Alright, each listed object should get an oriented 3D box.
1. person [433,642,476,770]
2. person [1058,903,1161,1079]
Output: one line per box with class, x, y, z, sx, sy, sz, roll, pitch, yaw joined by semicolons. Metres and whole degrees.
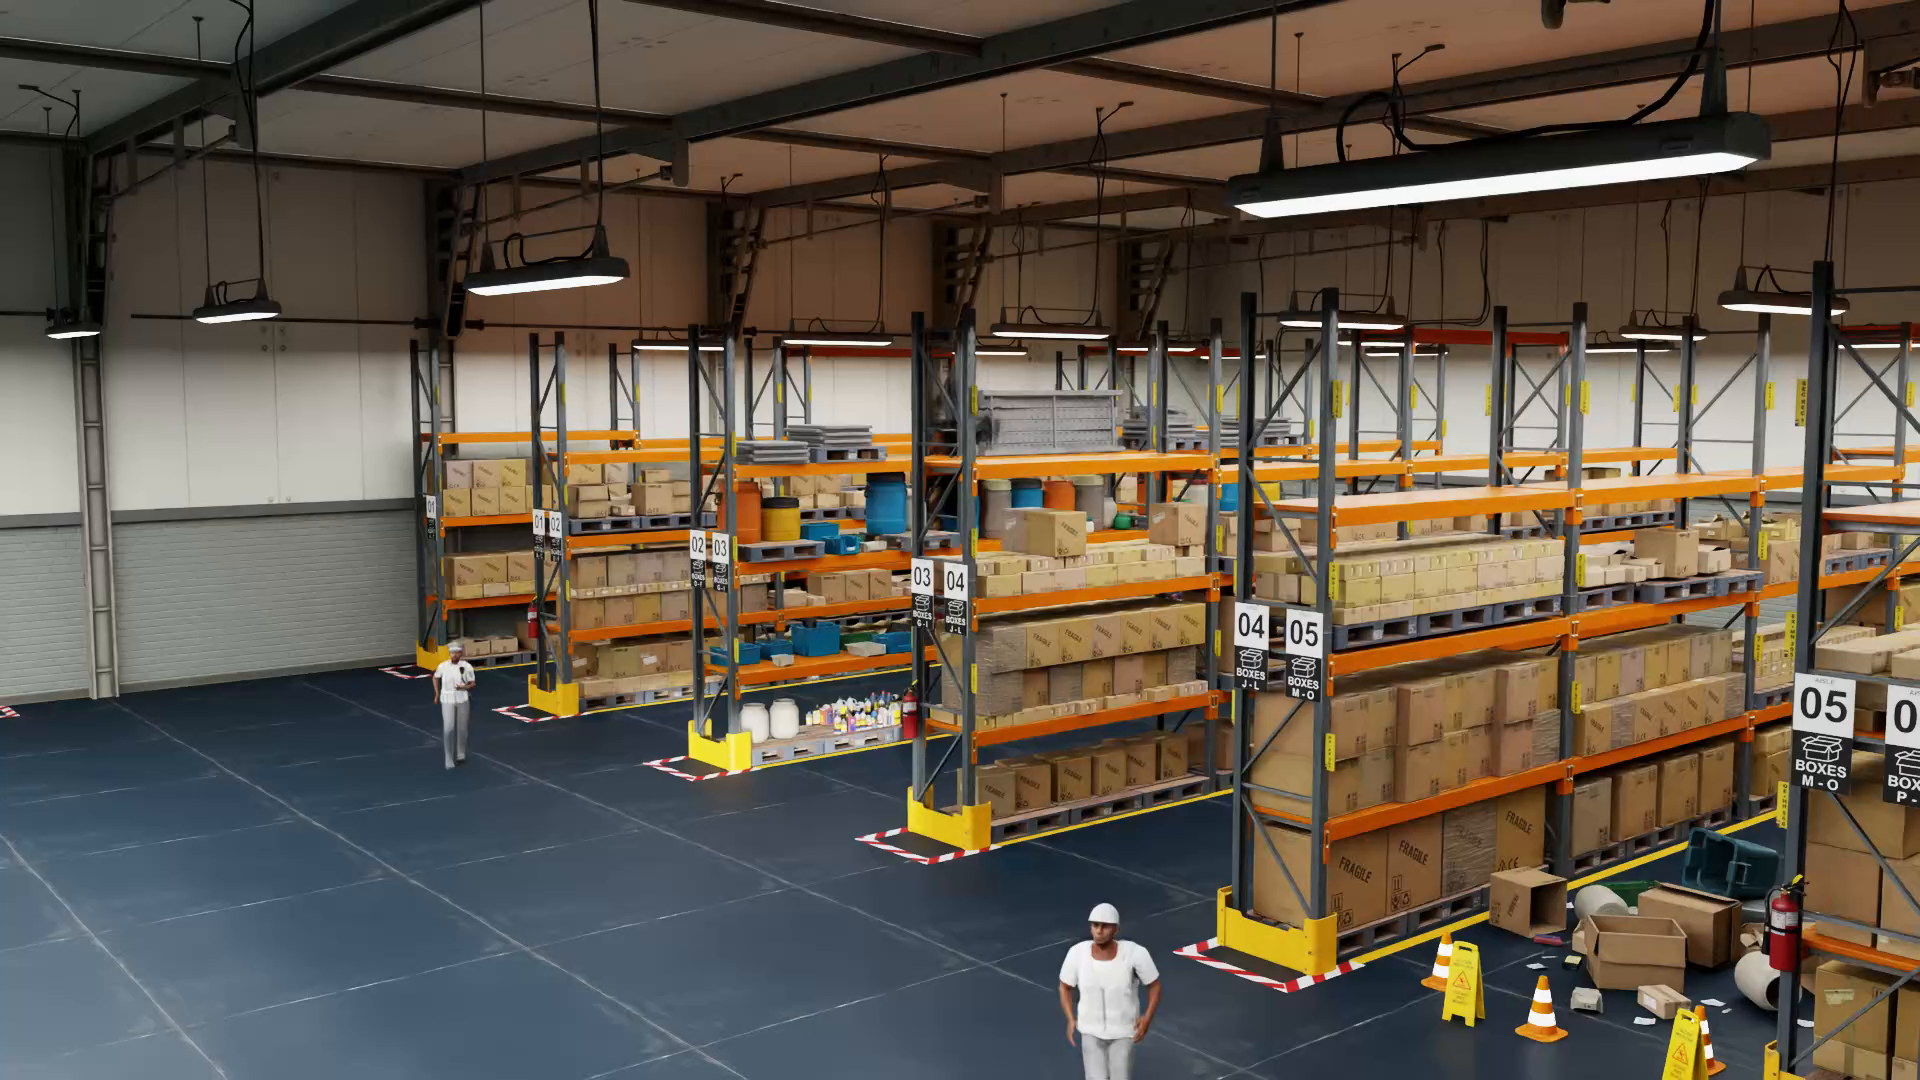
person;-6.859;2.241;22.585;0.544;1.742;0.714;-2;6;-19
person;0.996;3.279;11.177;0.693;1.732;0.561;1;5;12
